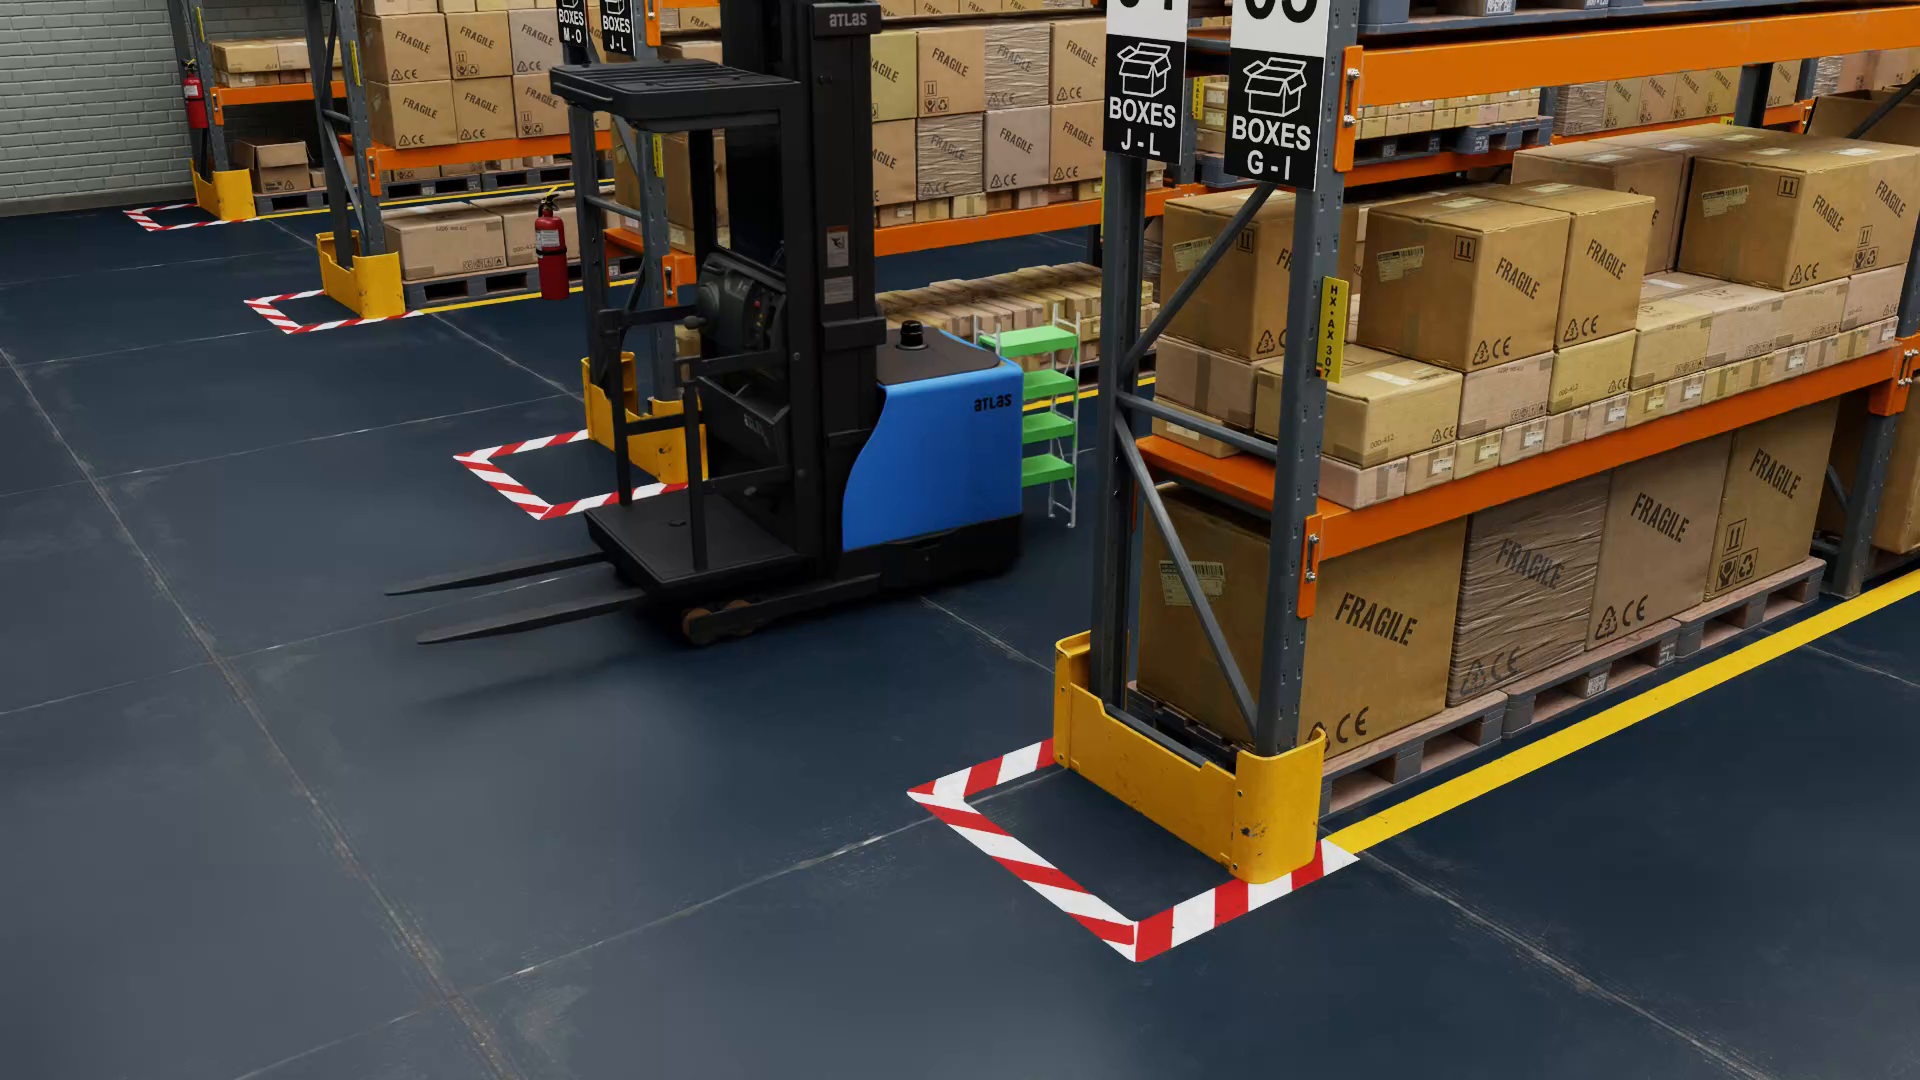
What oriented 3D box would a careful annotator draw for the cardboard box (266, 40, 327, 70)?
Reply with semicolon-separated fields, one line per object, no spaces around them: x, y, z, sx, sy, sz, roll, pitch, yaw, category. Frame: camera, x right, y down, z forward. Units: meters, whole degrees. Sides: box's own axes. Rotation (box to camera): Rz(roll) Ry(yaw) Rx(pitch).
-6.906;-5.057;17.323;0.500;0.250;0.500;-15;26;-32;cardboard box

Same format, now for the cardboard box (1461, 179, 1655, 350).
2.219;-1.050;6.269;0.500;0.500;0.500;-16;27;-34;cardboard box

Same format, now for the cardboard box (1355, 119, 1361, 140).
2.707;-3.017;12.183;0.250;0.149;0.380;-16;27;-35;cardboard box

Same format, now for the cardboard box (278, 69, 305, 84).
-7.041;-4.870;17.393;0.250;0.149;0.380;-15;26;-34;cardboard box

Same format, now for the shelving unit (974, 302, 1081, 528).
0.350;-0.616;8.822;0.503;1.200;0.258;-12;25;-28;shelving unit

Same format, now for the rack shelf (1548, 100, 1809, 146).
6.152;-3.733;15.174;4.000;0.370;1.077;-15;26;-33;rack shelf

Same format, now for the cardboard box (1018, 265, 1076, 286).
0.623;-1.861;11.991;0.250;0.149;0.380;-13;25;-30;cardboard box

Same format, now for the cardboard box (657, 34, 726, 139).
-1.446;-2.569;9.401;0.500;0.500;0.500;-15;26;-33;cardboard box

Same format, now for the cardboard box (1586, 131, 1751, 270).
3.154;-1.540;7.497;0.500;0.500;0.500;-15;26;-33;cardboard box

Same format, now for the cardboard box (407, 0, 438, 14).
-4.318;-4.253;13.149;0.250;0.149;0.380;-14;26;-32;cardboard box

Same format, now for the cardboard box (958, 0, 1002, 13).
0.055;-5.095;16.134;0.500;0.500;0.500;-15;26;-34;cardboard box

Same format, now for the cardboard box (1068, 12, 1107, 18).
1.058;-3.234;11.068;0.500;0.500;0.500;-16;27;-35;cardboard box

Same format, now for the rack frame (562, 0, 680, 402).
-1.966;-1.902;9.616;0.127;3.000;1.000;-15;26;-33;rack frame

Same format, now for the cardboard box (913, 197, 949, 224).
-0.275;-2.110;10.476;0.250;0.149;0.380;-14;26;-31;cardboard box

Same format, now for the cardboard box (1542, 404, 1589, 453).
2.163;-0.472;6.371;0.250;0.149;0.380;-16;27;-34;cardboard box

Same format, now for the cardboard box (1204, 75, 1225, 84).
1.711;-3.327;12.156;0.250;0.149;0.380;-16;27;-34;cardboard box

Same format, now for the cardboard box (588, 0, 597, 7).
-3.205;-4.498;13.763;0.250;0.149;0.380;-16;27;-34;cardboard box

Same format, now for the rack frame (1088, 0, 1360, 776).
0.849;-0.388;5.822;0.127;3.000;1.000;-15;26;-33;rack frame

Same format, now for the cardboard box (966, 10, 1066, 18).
0.361;-3.276;11.173;0.500;0.500;0.500;-16;27;-34;cardboard box

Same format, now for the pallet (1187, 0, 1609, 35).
1.445;-1.904;5.693;1.213;0.211;1.003;-15;26;-33;pallet

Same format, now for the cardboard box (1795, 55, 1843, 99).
8.068;-4.653;16.307;0.550;0.550;0.875;-15;26;-33;cardboard box

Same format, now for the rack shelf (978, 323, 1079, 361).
0.350;-1.003;8.668;0.480;0.148;0.258;-12;25;-28;rack shelf

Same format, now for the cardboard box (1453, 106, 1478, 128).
3.781;-3.305;12.905;0.250;0.149;0.380;-15;26;-34;cardboard box

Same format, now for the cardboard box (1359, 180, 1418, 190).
3.416;-2.830;13.736;0.500;0.250;0.500;-15;26;-33;cardboard box

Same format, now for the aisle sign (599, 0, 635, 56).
-1.850;-3.004;8.869;0.004;0.787;0.394;-15;26;-33;aisle sign

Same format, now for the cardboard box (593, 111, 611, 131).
-3.167;-3.770;14.161;0.500;0.500;0.500;-14;26;-31;cardboard box

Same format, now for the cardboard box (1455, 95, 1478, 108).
3.762;-3.437;12.832;0.250;0.149;0.380;-15;26;-33;cardboard box

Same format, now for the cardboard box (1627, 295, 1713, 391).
2.645;-0.816;6.695;0.500;0.250;0.500;-16;27;-34;cardboard box

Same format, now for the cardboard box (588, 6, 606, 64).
-3.150;-4.235;13.977;0.500;0.500;0.500;-15;26;-33;cardboard box

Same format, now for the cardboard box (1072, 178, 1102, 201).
0.789;-2.391;11.179;0.250;0.149;0.380;-14;26;-31;cardboard box

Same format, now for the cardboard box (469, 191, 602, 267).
-3.723;-2.748;14.627;0.875;0.438;0.875;-14;26;-31;cardboard box

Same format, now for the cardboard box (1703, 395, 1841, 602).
3.514;-0.344;8.010;0.875;0.875;0.875;-15;26;-33;cardboard box

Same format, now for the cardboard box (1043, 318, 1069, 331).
0.531;-1.463;11.394;0.250;0.149;0.380;-15;26;-32;cardboard box

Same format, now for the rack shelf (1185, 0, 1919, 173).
2.473;-1.880;6.484;4.000;0.370;1.077;-15;26;-33;rack shelf

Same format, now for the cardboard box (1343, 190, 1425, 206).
3.301;-2.572;13.088;0.500;0.250;0.500;-14;26;-32;cardboard box

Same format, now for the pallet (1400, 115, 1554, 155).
4.012;-3.359;13.525;1.003;0.211;1.213;-15;26;-33;pallet

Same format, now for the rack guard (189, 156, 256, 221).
-7.779;-3.718;17.538;0.348;0.500;1.175;-15;26;-33;rack guard

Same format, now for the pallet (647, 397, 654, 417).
-1.224;-0.789;10.588;1.213;0.211;1.003;-15;26;-33;pallet

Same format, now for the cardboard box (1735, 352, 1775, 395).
3.205;-0.750;7.067;0.250;0.149;0.380;-14;26;-32;cardboard box

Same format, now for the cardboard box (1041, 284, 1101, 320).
0.762;-1.637;11.428;0.250;0.149;0.380;-15;26;-33;cardboard box

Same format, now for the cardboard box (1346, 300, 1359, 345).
1.500;-0.751;6.532;0.500;0.250;0.500;-15;26;-34;cardboard box

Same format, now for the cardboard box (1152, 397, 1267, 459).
0.946;-0.448;6.310;0.250;0.149;0.380;-14;26;-32;cardboard box

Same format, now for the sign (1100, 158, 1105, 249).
0.543;-1.202;5.980;0.005;0.325;0.100;-15;26;-33;sign

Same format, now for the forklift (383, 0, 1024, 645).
-1.205;-1.099;7.696;3.031;2.935;1.130;-12;25;-28;forklift

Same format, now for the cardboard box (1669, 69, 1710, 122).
6.277;-4.023;14.797;0.500;0.500;0.500;-15;26;-33;cardboard box

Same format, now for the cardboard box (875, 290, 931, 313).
-0.403;-1.573;11.267;0.250;0.149;0.380;-15;26;-33;cardboard box

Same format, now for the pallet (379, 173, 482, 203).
-6.143;-4.019;18.683;1.213;0.211;1.003;-15;26;-33;pallet

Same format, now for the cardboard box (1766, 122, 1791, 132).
8.327;-3.823;16.730;0.875;0.875;0.875;-14;26;-32;cardboard box

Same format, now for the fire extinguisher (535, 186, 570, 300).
-2.440;-1.778;9.911;0.183;0.674;0.296;-15;26;-33;fire extinguisher

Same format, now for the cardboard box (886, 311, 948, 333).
-0.285;-1.352;10.714;0.250;0.149;0.380;-14;26;-32;cardboard box

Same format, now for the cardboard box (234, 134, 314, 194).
-7.289;-4.002;17.679;0.637;0.503;0.797;-16;27;-35;cardboard box

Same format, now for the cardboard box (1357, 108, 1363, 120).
2.717;-3.160;12.138;0.250;0.149;0.380;-14;26;-31;cardboard box

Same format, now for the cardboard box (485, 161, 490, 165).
-5.620;-4.433;19.239;0.250;0.149;0.380;-15;26;-34;cardboard box

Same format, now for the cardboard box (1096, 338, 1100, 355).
0.902;-1.421;11.689;0.250;0.149;0.380;-14;26;-31;cardboard box

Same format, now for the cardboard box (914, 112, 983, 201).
-0.205;-2.439;10.425;0.500;0.500;0.500;-16;27;-34;cardboard box
